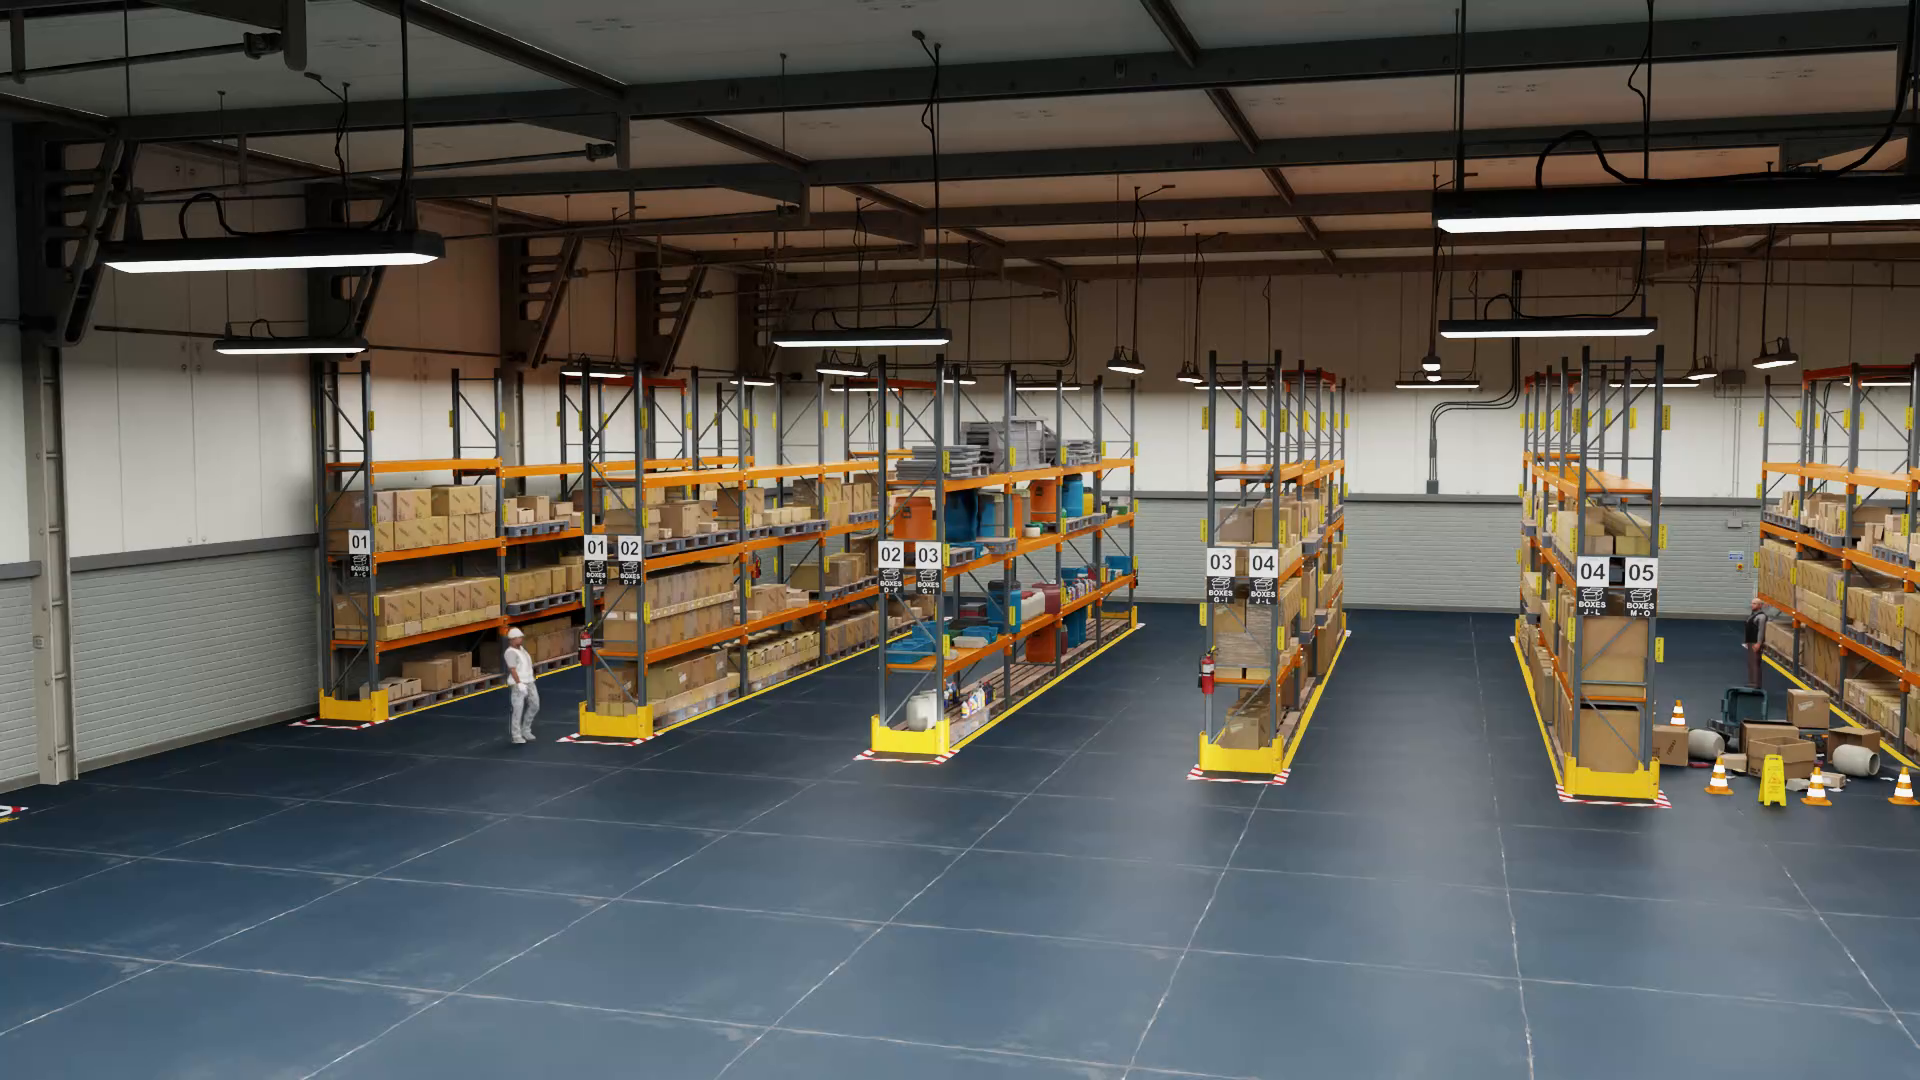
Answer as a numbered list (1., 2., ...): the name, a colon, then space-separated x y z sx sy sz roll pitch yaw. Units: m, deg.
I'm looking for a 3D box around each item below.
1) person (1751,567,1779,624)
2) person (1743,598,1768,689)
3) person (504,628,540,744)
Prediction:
1. person: 18.519 1.393 38.211 0.718 1.738 0.567 0 4 3
2. person: 14.757 1.943 30.890 0.426 1.722 0.586 2 5 28
3. person: -6.811 2.264 25.927 0.623 1.790 0.647 2 5 28
